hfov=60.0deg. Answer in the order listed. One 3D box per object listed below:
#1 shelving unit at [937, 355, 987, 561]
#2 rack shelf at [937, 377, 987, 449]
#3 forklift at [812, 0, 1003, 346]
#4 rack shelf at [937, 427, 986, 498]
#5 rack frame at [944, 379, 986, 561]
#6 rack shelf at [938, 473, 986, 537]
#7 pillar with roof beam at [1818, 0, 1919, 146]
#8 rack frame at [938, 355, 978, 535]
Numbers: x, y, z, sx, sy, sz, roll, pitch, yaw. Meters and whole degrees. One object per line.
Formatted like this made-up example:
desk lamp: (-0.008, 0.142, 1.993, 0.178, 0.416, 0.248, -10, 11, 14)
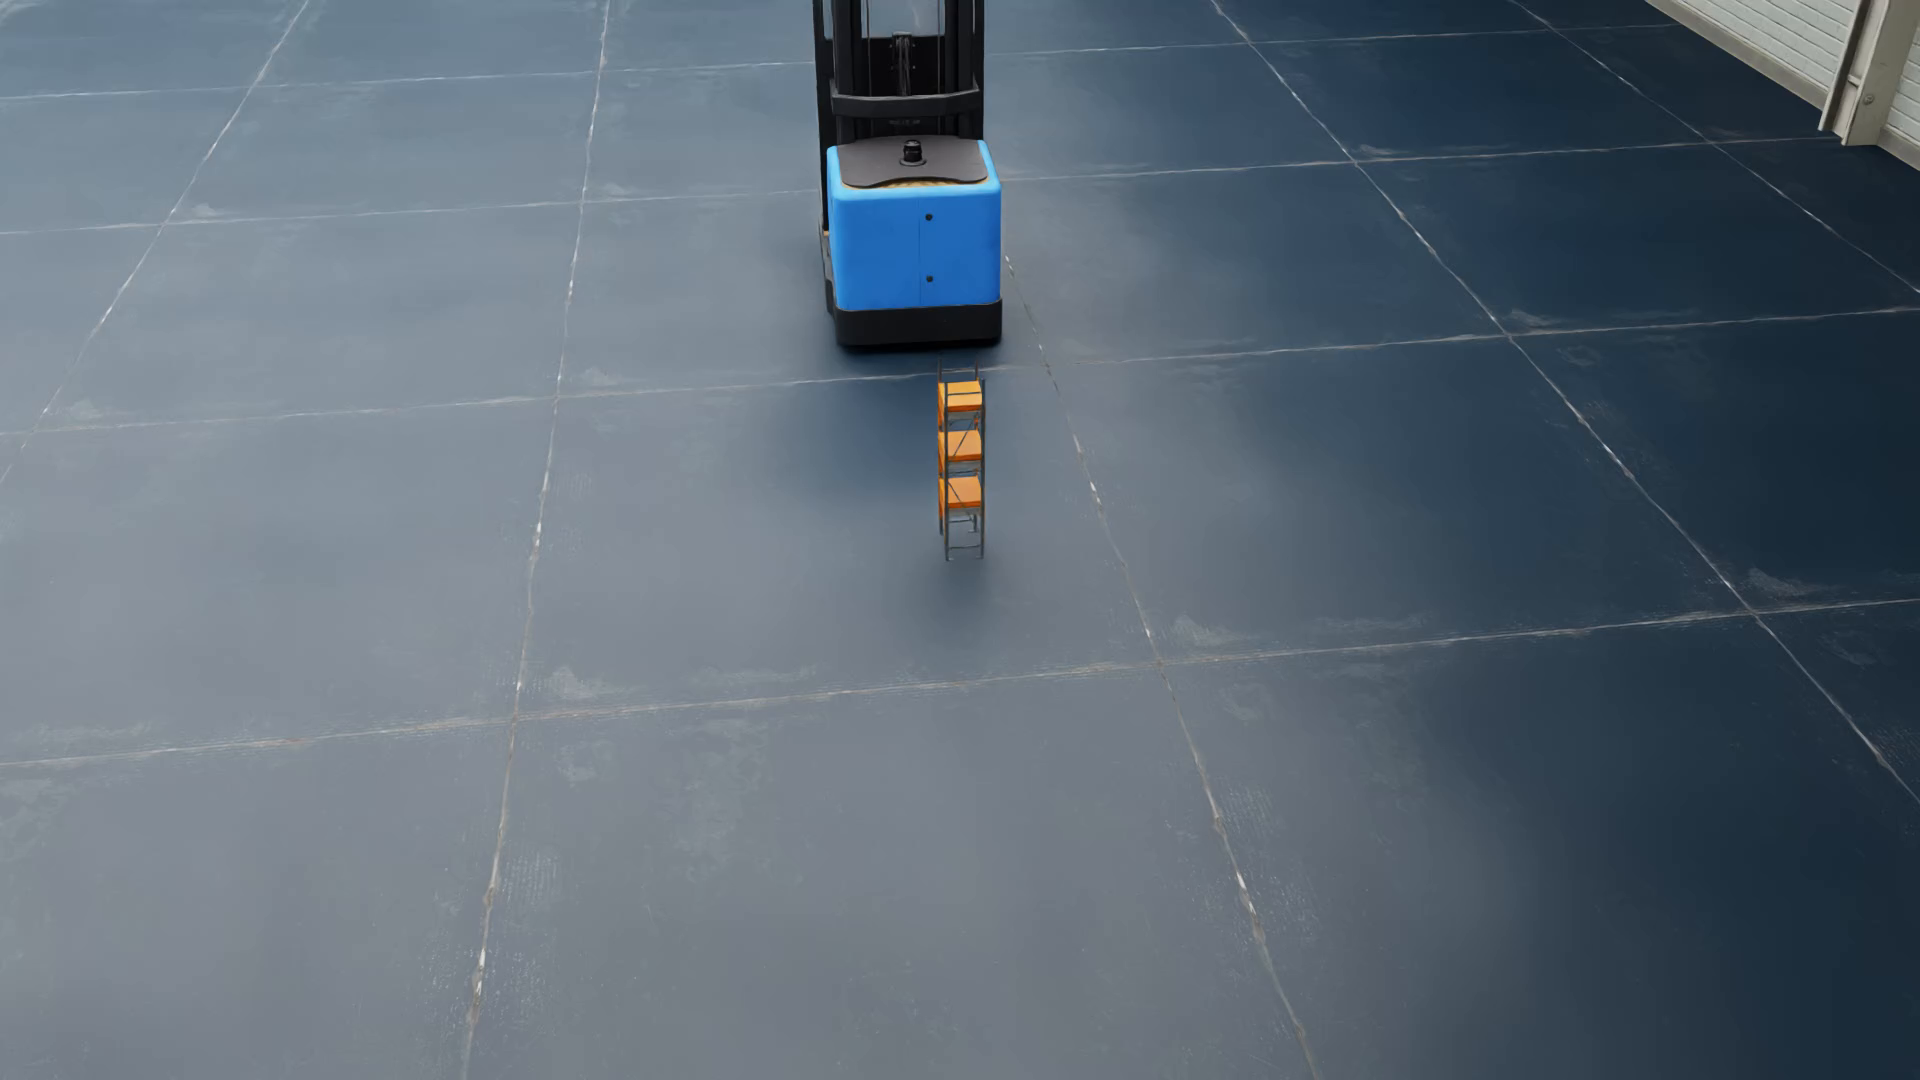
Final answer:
shelving unit: (0.007, -0.404, 8.411, 0.215, 1.050, 0.252, -4, 35, -6)
rack shelf: (0.007, -0.630, 8.257, 0.215, 0.259, 0.240, -4, 35, -6)
forklift: (-0.418, -3.242, 10.905, 1.130, 2.935, 3.031, -4, 34, -5)
rack shelf: (0.007, -0.395, 8.416, 0.215, 0.259, 0.240, -4, 35, -6)
rack frame: (0.024, -0.336, 8.311, 0.200, 1.050, 0.008, -4, 35, -6)
rack shelf: (0.007, -0.166, 8.573, 0.215, 0.259, 0.240, -4, 35, -6)
pillar with roof beam: (2.996, -6.693, 10.581, 9.100, 9.000, 0.400, -4, 35, -6)
rack frame: (-0.009, -0.472, 8.510, 0.200, 1.050, 0.008, -4, 35, -6)
